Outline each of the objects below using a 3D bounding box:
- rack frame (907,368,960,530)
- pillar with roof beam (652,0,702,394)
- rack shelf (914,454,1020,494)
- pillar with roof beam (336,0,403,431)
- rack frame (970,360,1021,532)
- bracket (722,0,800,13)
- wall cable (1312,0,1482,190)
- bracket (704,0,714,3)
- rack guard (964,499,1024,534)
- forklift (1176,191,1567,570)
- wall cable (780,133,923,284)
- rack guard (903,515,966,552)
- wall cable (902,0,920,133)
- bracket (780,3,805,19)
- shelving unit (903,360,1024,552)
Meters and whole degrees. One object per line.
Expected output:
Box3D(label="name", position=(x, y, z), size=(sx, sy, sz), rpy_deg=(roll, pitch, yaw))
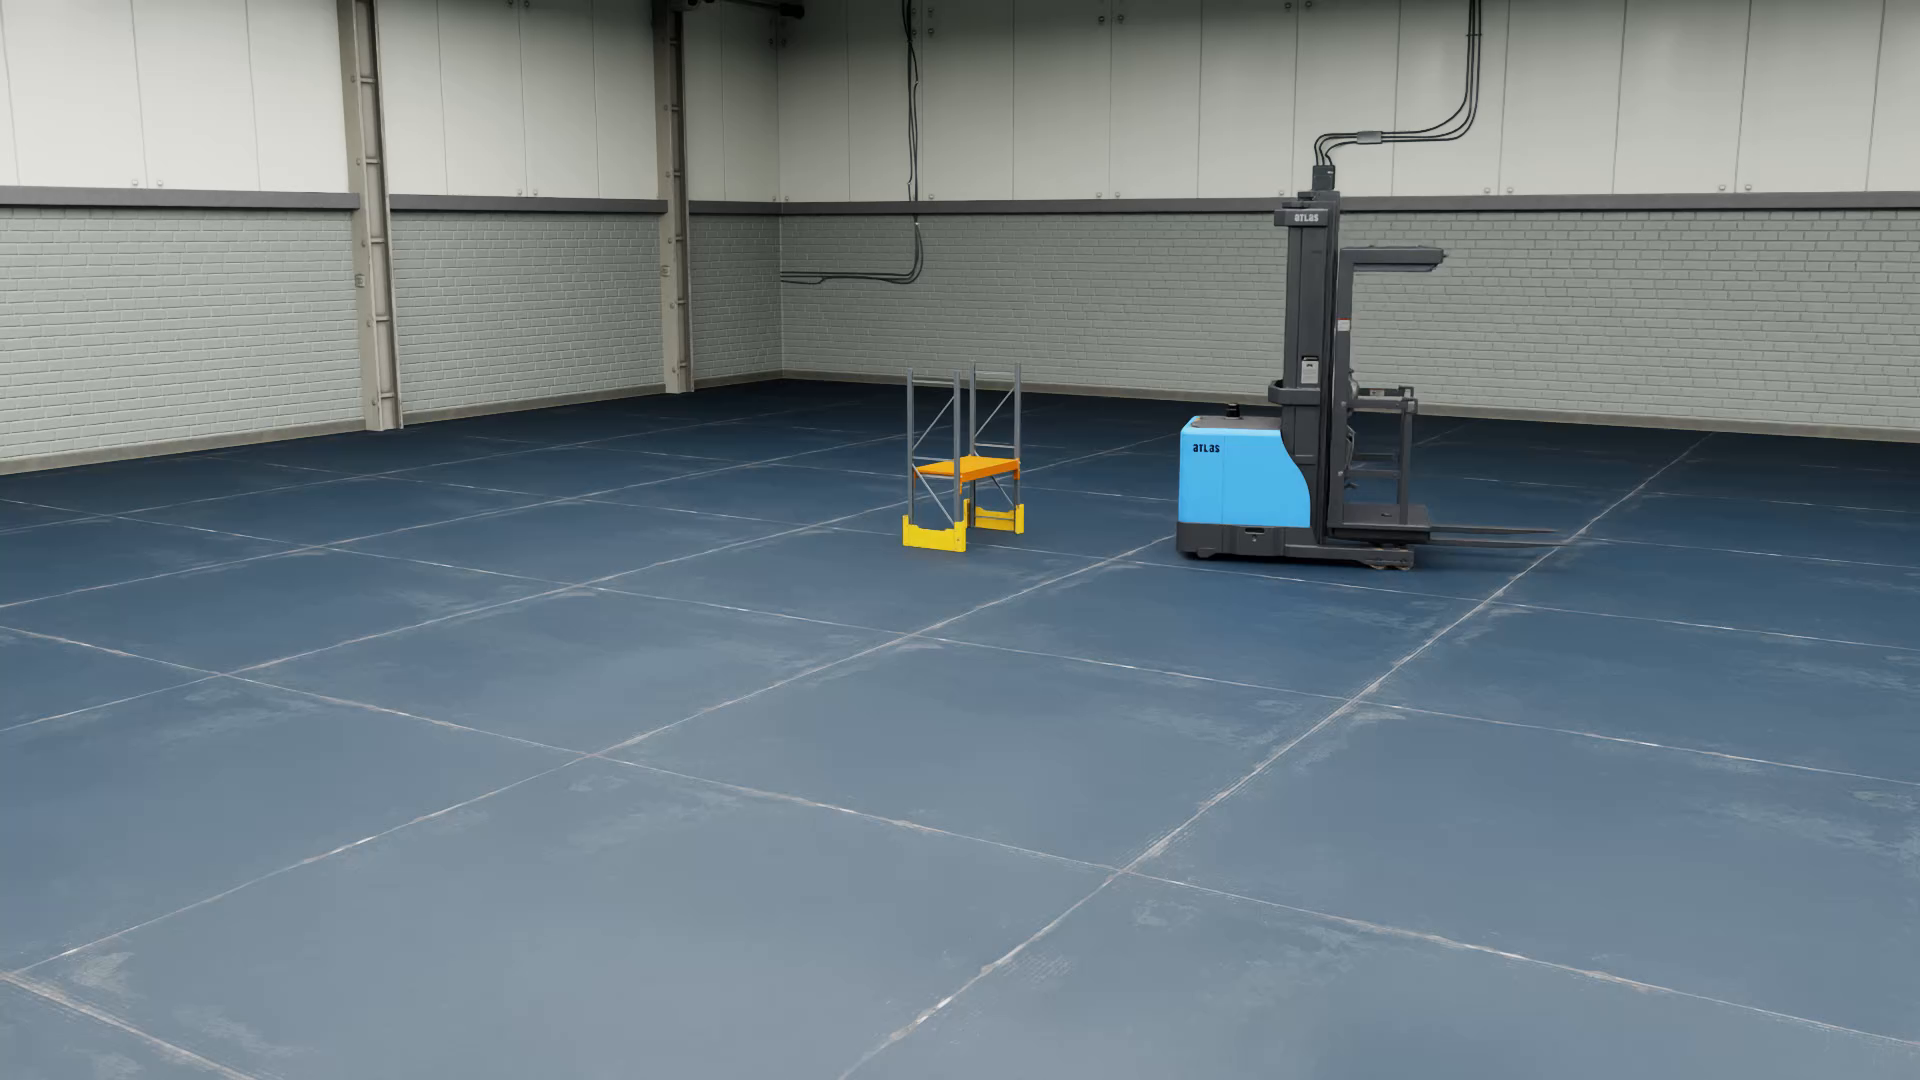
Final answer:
Box3D(label="rack frame", position=(-0.220, -0.671, 13.875), size=(0.500, 1.500, 0.032), rpy_deg=(6, 12, 31))
Box3D(label="pillar with roof beam", position=(-0.942, -6.448, 24.356), size=(9.100, 9.000, 0.548), rpy_deg=(6, 12, 31))
Box3D(label="rack shelf", position=(0.044, -0.574, 14.335), size=(0.538, 0.185, 1.000), rpy_deg=(6, 12, 31))
Box3D(label="pillar with roof beam", position=(-4.057, -5.504, 19.316), size=(9.100, 9.000, 0.400), rpy_deg=(6, 12, 31))
Box3D(label="rack frame", position=(0.308, -0.831, 14.729), size=(0.500, 1.500, 0.032), rpy_deg=(6, 12, 31))
Box3D(label="bracket", position=(-3.179, -8.940, 27.884), size=(0.076, 0.066, 3.189), rpy_deg=(6, 12, 31))
Box3D(label="wall cable", position=(6.144, -7.958, 23.182), size=(2.305, 6.003, 0.169), rpy_deg=(6, 12, 31))
Box3D(label="bracket", position=(-4.102, -8.660, 26.389), size=(0.235, 0.232, 0.430), rpy_deg=(6, 12, 31))
Box3D(label="rack guard", position=(0.298, -0.213, 14.828), size=(0.587, 0.250, 0.087), rpy_deg=(6, 12, 31))
Box3D(label="forklift", position=(3.337, -1.308, 13.391), size=(3.031, 2.935, 1.130), rpy_deg=(2, 11, 13))
Box3D(label="wall cable", position=(-1.962, -5.670, 28.639), size=(3.097, 2.526, 0.112), rpy_deg=(6, 12, 31))
Box3D(label="rack guard", position=(-0.219, -0.057, 13.991), size=(0.587, 0.250, 0.087), rpy_deg=(6, 12, 31))
Box3D(label="wall cable", position=(0.350, -7.894, 26.794), size=(3.097, 2.526, 0.112), rpy_deg=(6, 12, 31))
Box3D(label="bracket", position=(-2.872, -9.033, 28.380), size=(0.235, 0.232, 0.430), rpy_deg=(6, 12, 31))
Box3D(label="shelving unit", position=(0.040, -0.749, 14.295), size=(0.587, 1.500, 1.083), rpy_deg=(6, 12, 31))
